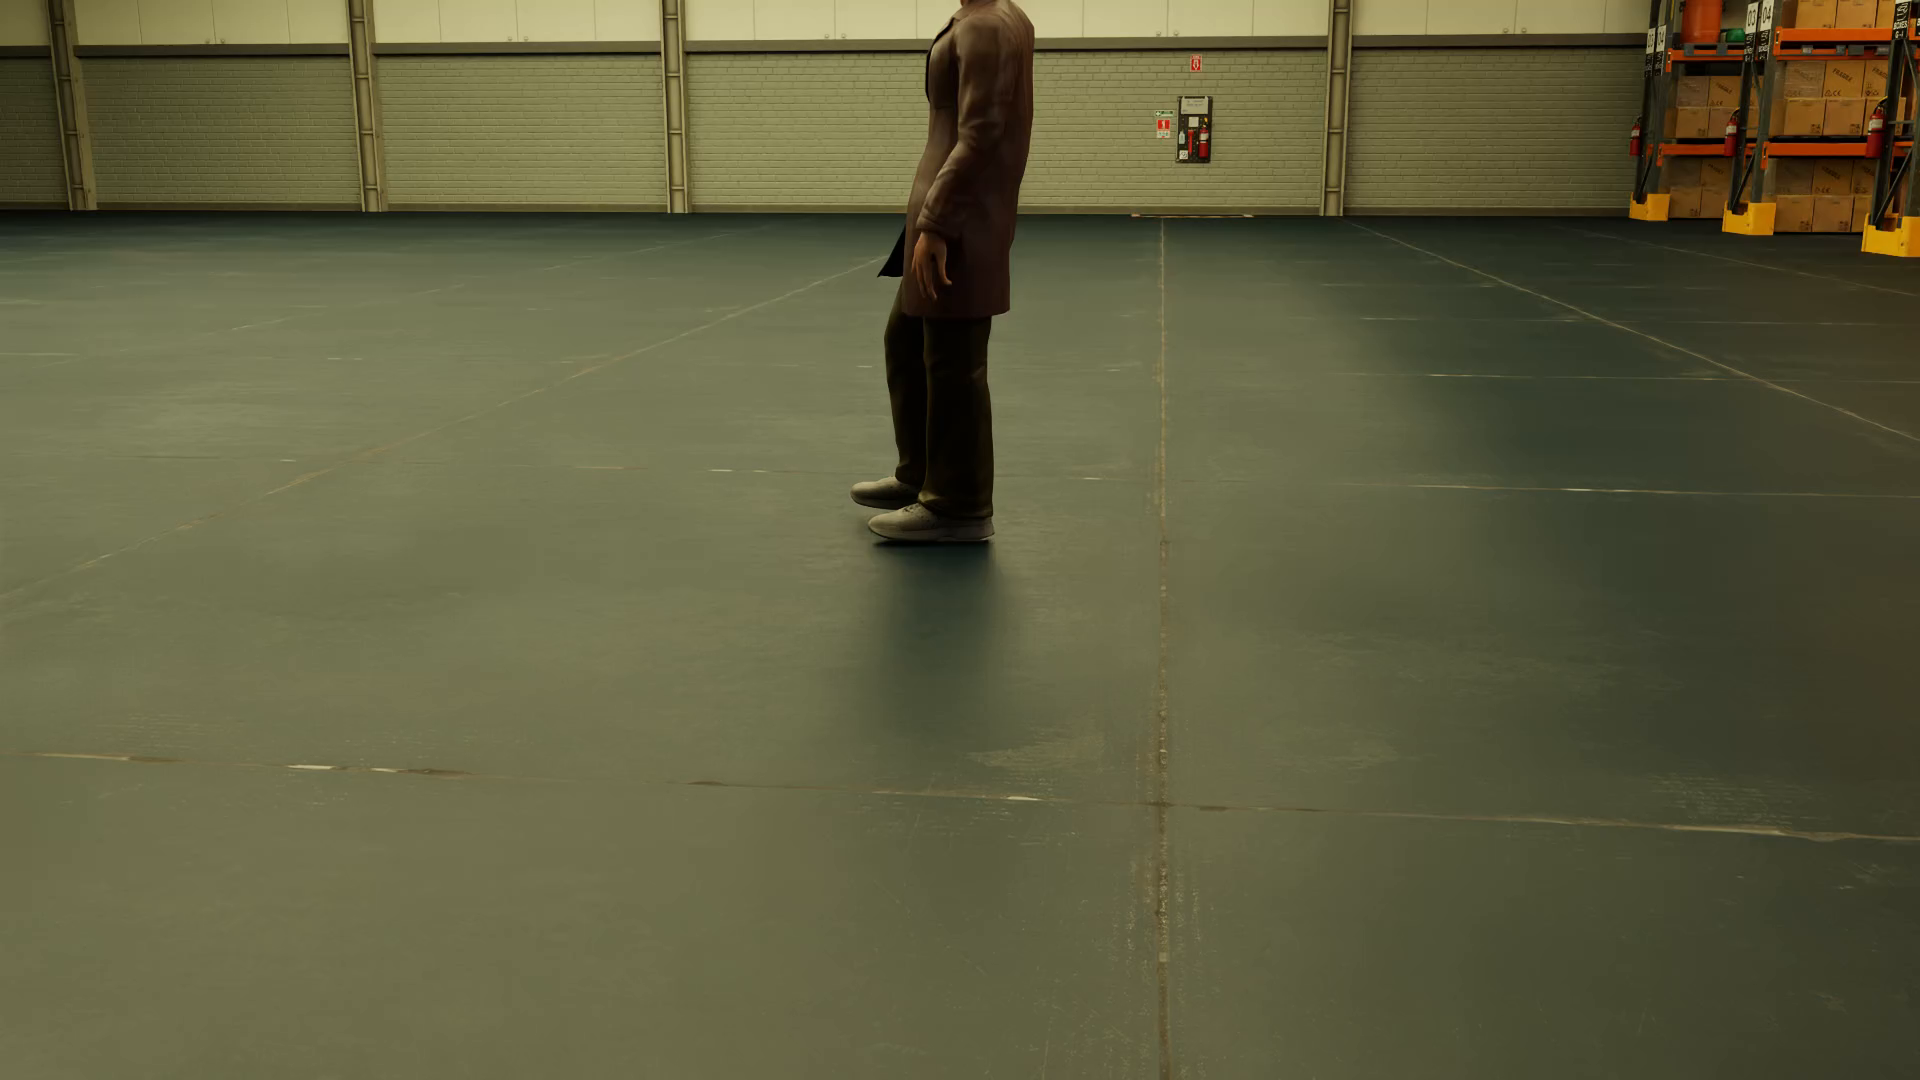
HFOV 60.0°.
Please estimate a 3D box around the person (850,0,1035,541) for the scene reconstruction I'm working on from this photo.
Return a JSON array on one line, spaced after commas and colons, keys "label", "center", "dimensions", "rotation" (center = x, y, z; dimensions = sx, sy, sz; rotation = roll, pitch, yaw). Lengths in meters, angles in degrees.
[{"label": "person", "center": [-0.090, -0.877, 4.757], "dimensions": [0.583, 1.775, 0.696], "rotation": [2, 13, 7]}]
